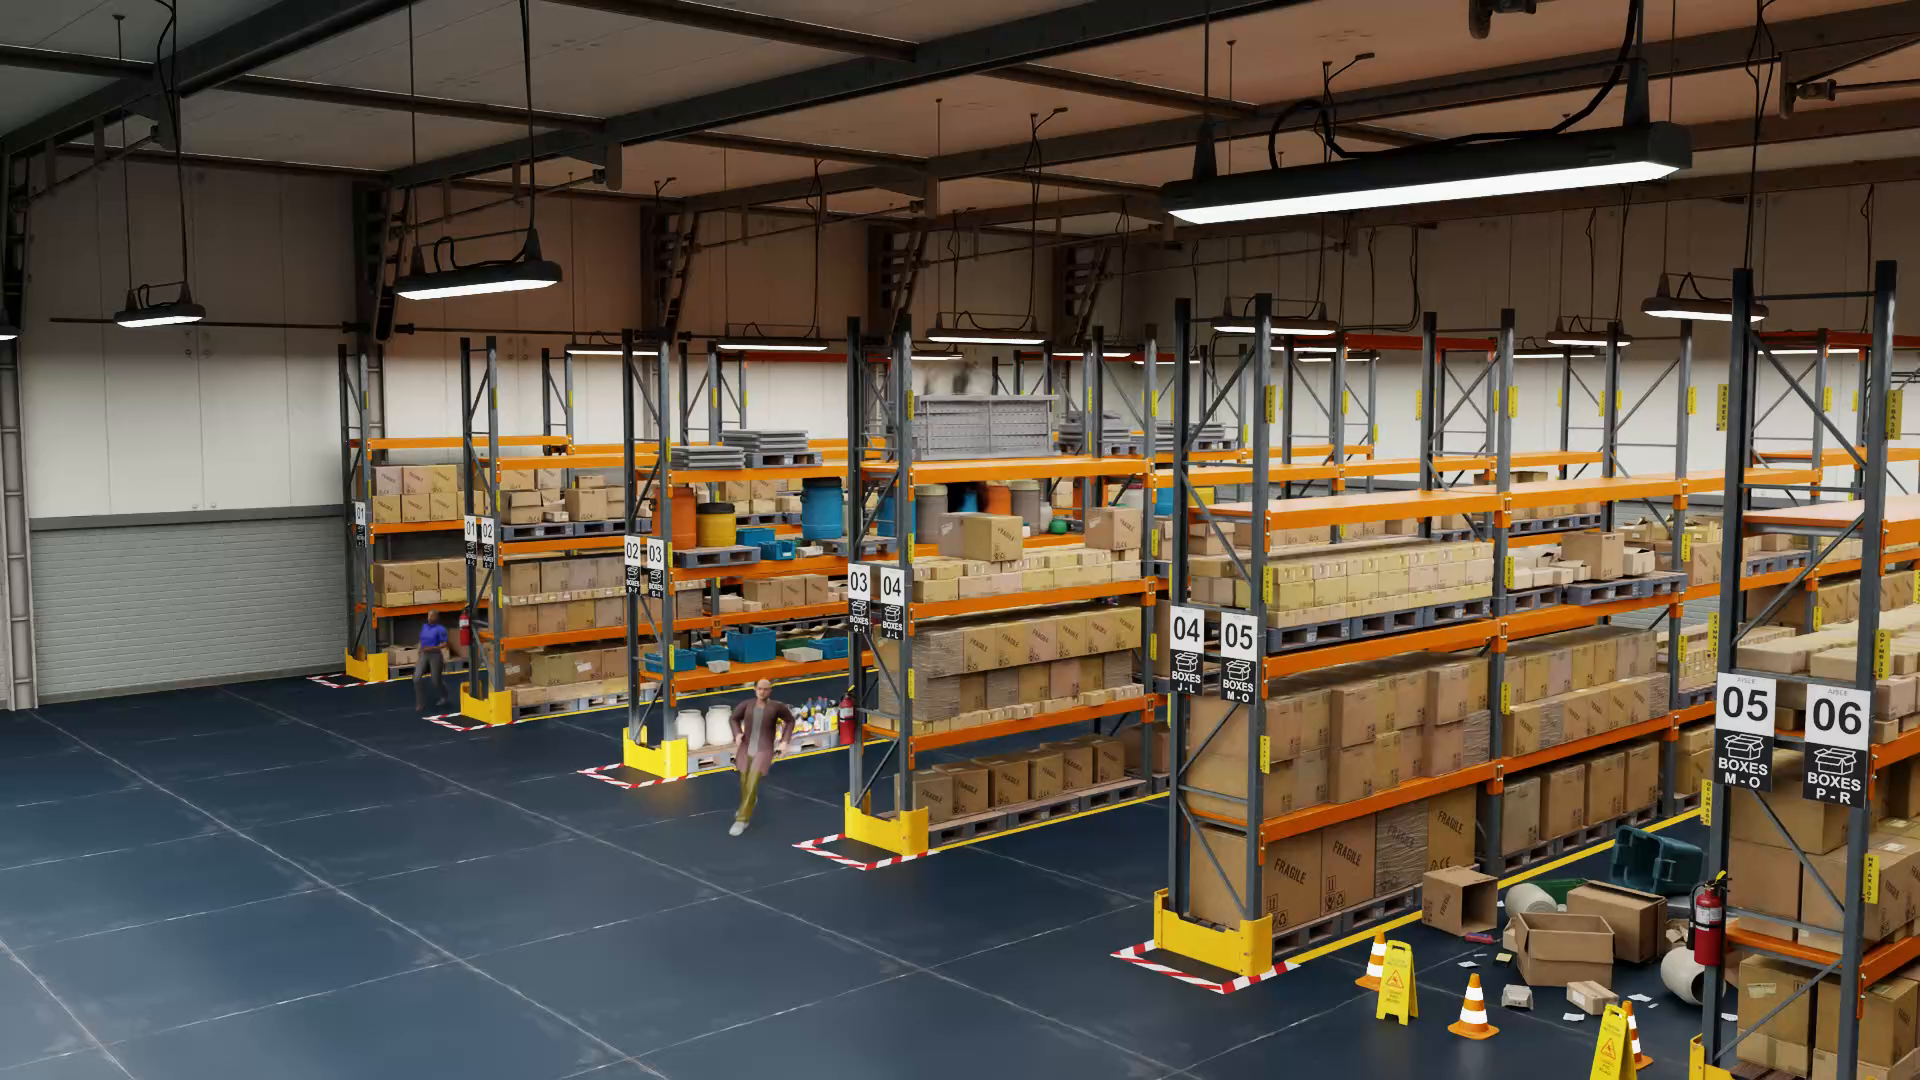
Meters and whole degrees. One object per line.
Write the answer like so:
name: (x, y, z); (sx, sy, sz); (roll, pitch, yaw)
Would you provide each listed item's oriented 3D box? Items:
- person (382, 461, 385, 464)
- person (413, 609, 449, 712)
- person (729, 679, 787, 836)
person: (-2.273, 0.641, 28.922); (14.624, 3.893, 8.802); (5, 7, 43)
person: (-8.541, 1.961, 27.016); (0.591, 1.712, 0.713); (1, 5, 16)
person: (-2.396, 2.518, 19.639); (0.749, 1.765, 1.033); (1, 5, 14)
